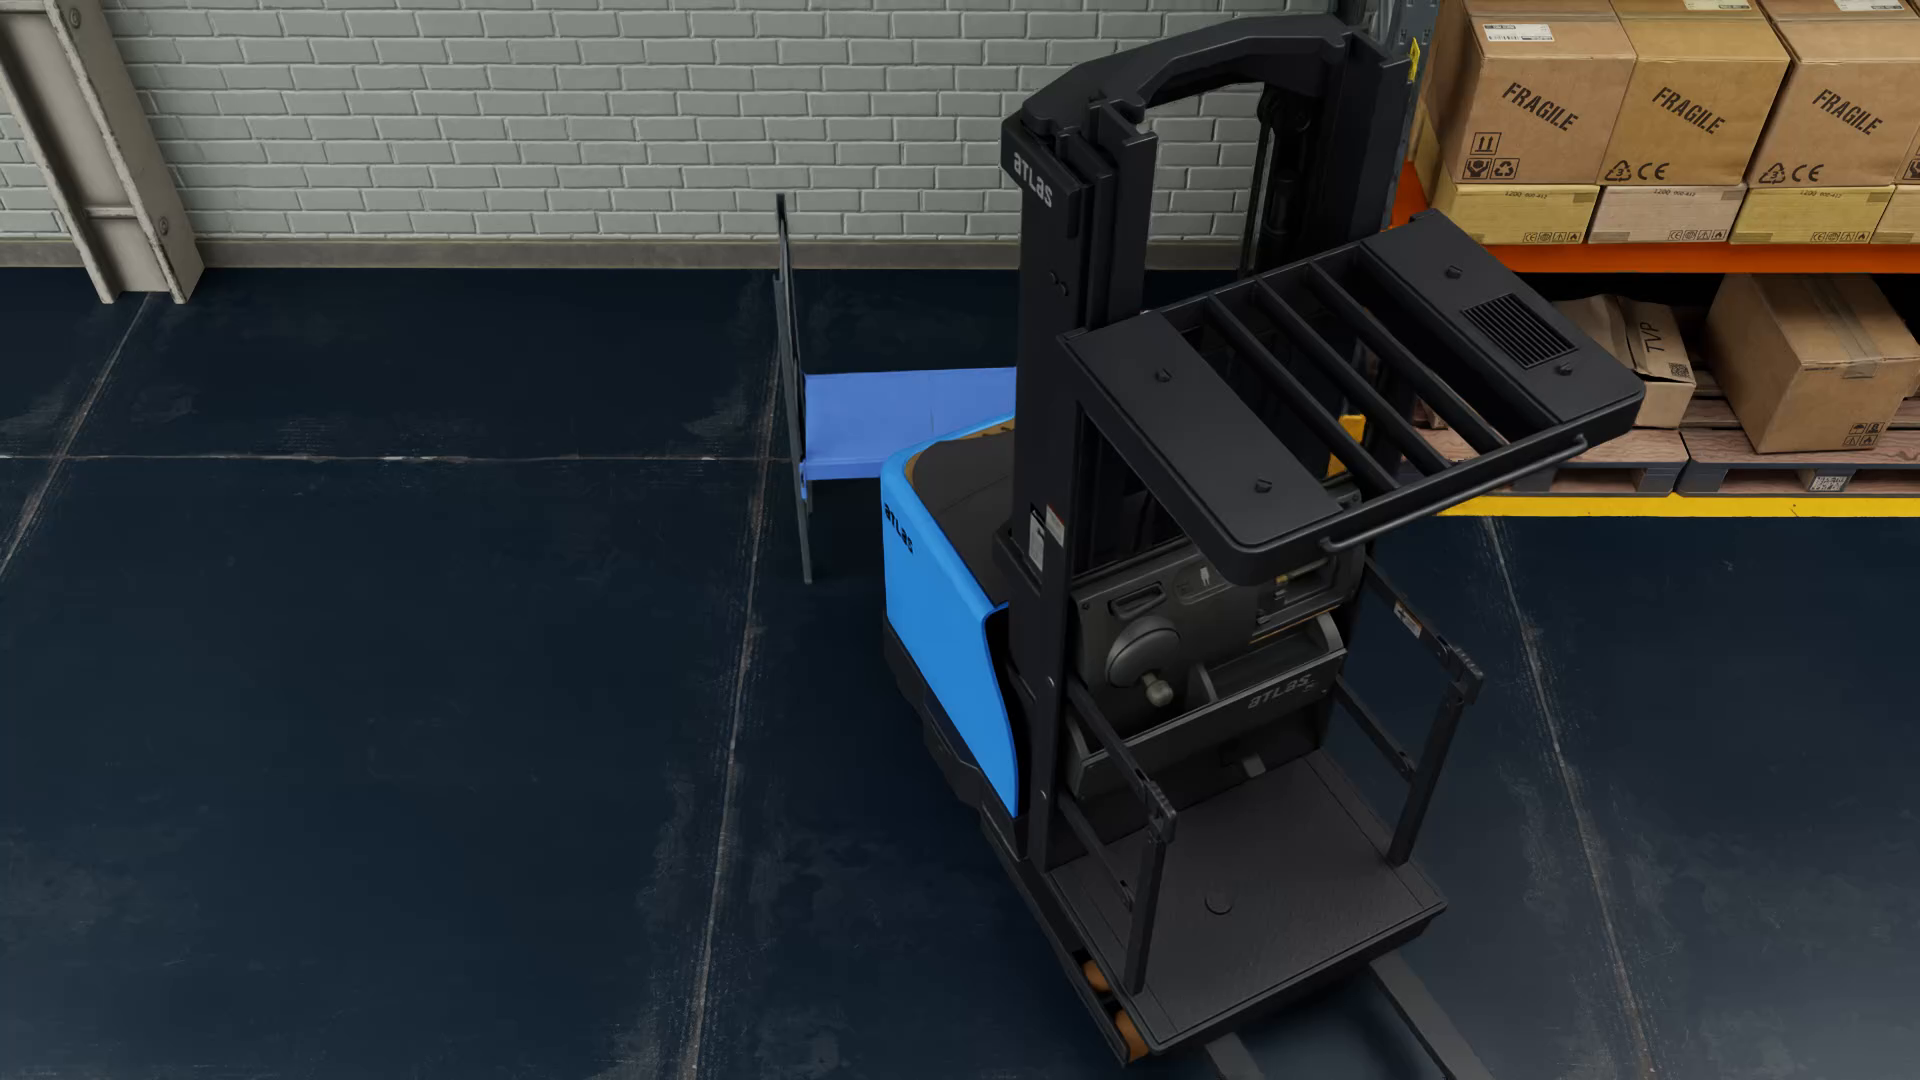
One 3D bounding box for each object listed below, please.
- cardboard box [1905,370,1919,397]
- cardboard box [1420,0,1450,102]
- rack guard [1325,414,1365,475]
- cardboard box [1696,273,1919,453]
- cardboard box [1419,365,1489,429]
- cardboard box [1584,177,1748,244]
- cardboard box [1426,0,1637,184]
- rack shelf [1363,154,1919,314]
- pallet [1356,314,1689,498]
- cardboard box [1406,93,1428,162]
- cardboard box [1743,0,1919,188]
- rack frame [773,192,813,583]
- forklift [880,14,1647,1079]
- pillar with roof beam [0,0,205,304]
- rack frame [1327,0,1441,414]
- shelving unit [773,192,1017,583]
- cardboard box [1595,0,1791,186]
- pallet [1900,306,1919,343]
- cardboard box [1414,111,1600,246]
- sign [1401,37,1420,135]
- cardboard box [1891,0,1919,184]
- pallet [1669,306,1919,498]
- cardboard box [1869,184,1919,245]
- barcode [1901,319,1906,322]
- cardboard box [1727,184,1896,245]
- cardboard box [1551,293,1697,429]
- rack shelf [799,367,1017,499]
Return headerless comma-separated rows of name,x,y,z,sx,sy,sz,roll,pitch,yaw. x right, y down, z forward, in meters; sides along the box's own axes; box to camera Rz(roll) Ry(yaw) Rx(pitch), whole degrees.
cardboard box,3.880,-0.781,7.075,0.250,0.149,0.380,-3,47,-3
cardboard box,1.951,-1.960,6.102,0.500,0.500,0.500,0,47,0
rack guard,1.555,-0.743,7.100,0.348,0.500,1.175,0,47,0
cardboard box,3.474,-0.785,6.839,0.500,0.500,0.700,-3,47,-2
cardboard box,2.170,-0.761,6.945,0.500,0.311,0.500,-5,47,-4
cardboard box,2.485,-1.326,6.024,0.500,0.250,0.500,-1,47,-1
cardboard box,1.955,-1.585,5.752,0.500,0.500,0.500,0,47,0
rack shelf,3.479,-1.344,6.443,4.000,0.370,1.077,0,47,0
pallet,2.367,-0.616,7.179,1.213,0.211,1.003,0,47,0
cardboard box,1.947,-1.691,6.364,0.500,0.250,0.500,1,47,1
cardboard box,2.966,-1.570,5.739,0.500,0.500,0.500,-1,47,-1
rack frame,-0.616,-0.526,6.215,0.032,1.500,0.500,-2,47,-2
forklift,0.838,0.254,4.511,1.130,2.935,3.031,-21,50,-18
pillar with roof beam,-3.834,-1.135,1.659,0.400,9.000,9.100,0,47,0
rack frame,1.479,-1.595,6.185,0.127,3.000,1.000,0,47,0
shelving unit,-0.108,-0.547,6.234,1.048,1.500,0.538,-2,47,-2
cardboard box,2.449,-1.576,5.744,0.500,0.500,0.500,0,47,0
pallet,4.807,-0.610,7.173,1.213,0.211,1.003,0,47,0
cardboard box,1.966,-1.317,6.015,0.500,0.250,0.500,-1,47,-1
sign,1.477,-1.493,5.499,0.005,0.325,0.100,0,47,0
cardboard box,3.482,-1.577,5.745,0.500,0.500,0.500,1,47,1
pallet,3.584,-0.611,7.174,1.213,0.211,1.003,0,47,0
cardboard box,3.500,-1.317,6.015,0.500,0.250,0.500,1,47,1
barcode,4.009,-0.921,7.129,0.075,0.075,0.001,0,47,0
cardboard box,2.994,-1.320,6.018,0.500,0.250,0.500,-1,47,0
cardboard box,2.741,-0.759,6.944,0.500,0.311,0.500,4,47,3
rack shelf,-0.108,-0.424,6.366,1.000,0.185,0.538,-2,47,-2
